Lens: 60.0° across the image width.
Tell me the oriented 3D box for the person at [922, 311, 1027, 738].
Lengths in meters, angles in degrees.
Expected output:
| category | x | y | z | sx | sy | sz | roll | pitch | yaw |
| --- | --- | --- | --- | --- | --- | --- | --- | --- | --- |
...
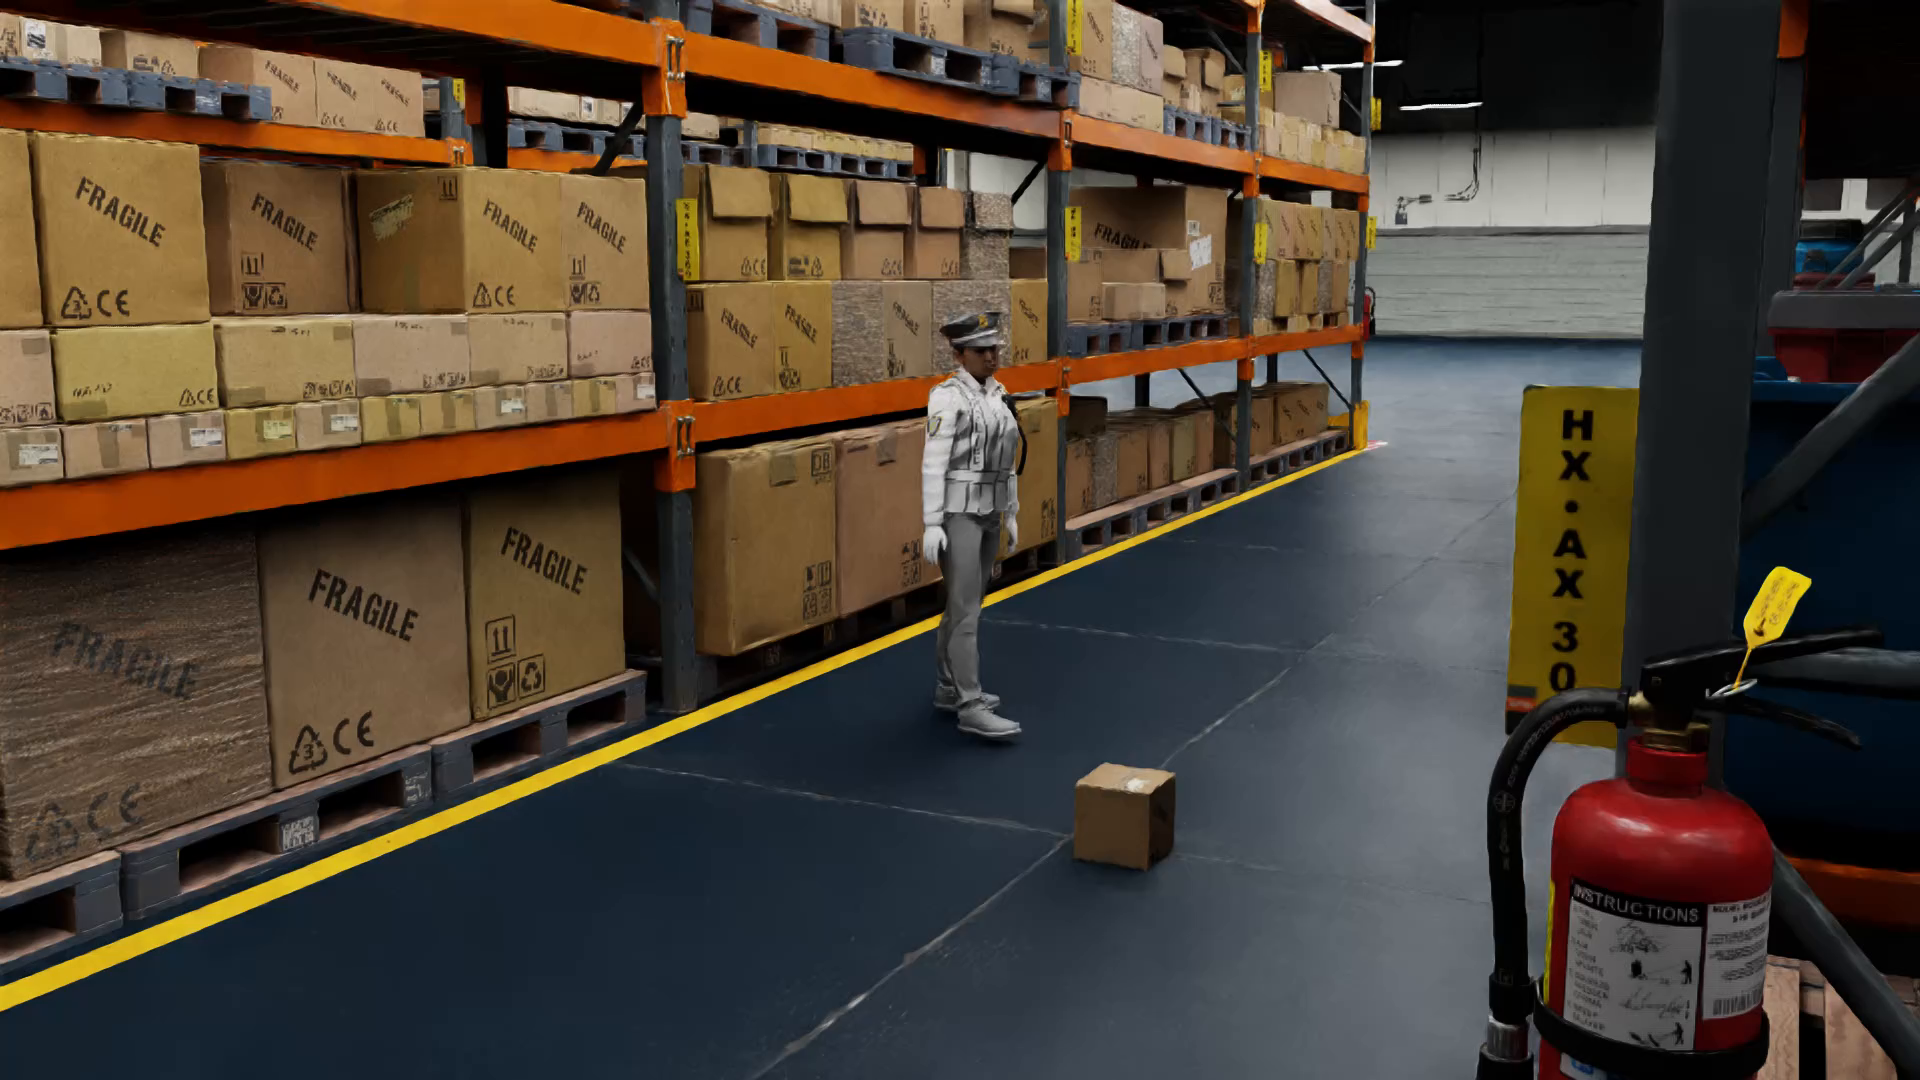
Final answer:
| category | x | y | z | sx | sy | sz | roll | pitch | yaw |
| --- | --- | --- | --- | --- | --- | --- | --- | --- | --- |
| person | 0.061 | -0.073 | 6.631 | 0.553 | 1.668 | 0.600 | 6 | 11 | 31 |
